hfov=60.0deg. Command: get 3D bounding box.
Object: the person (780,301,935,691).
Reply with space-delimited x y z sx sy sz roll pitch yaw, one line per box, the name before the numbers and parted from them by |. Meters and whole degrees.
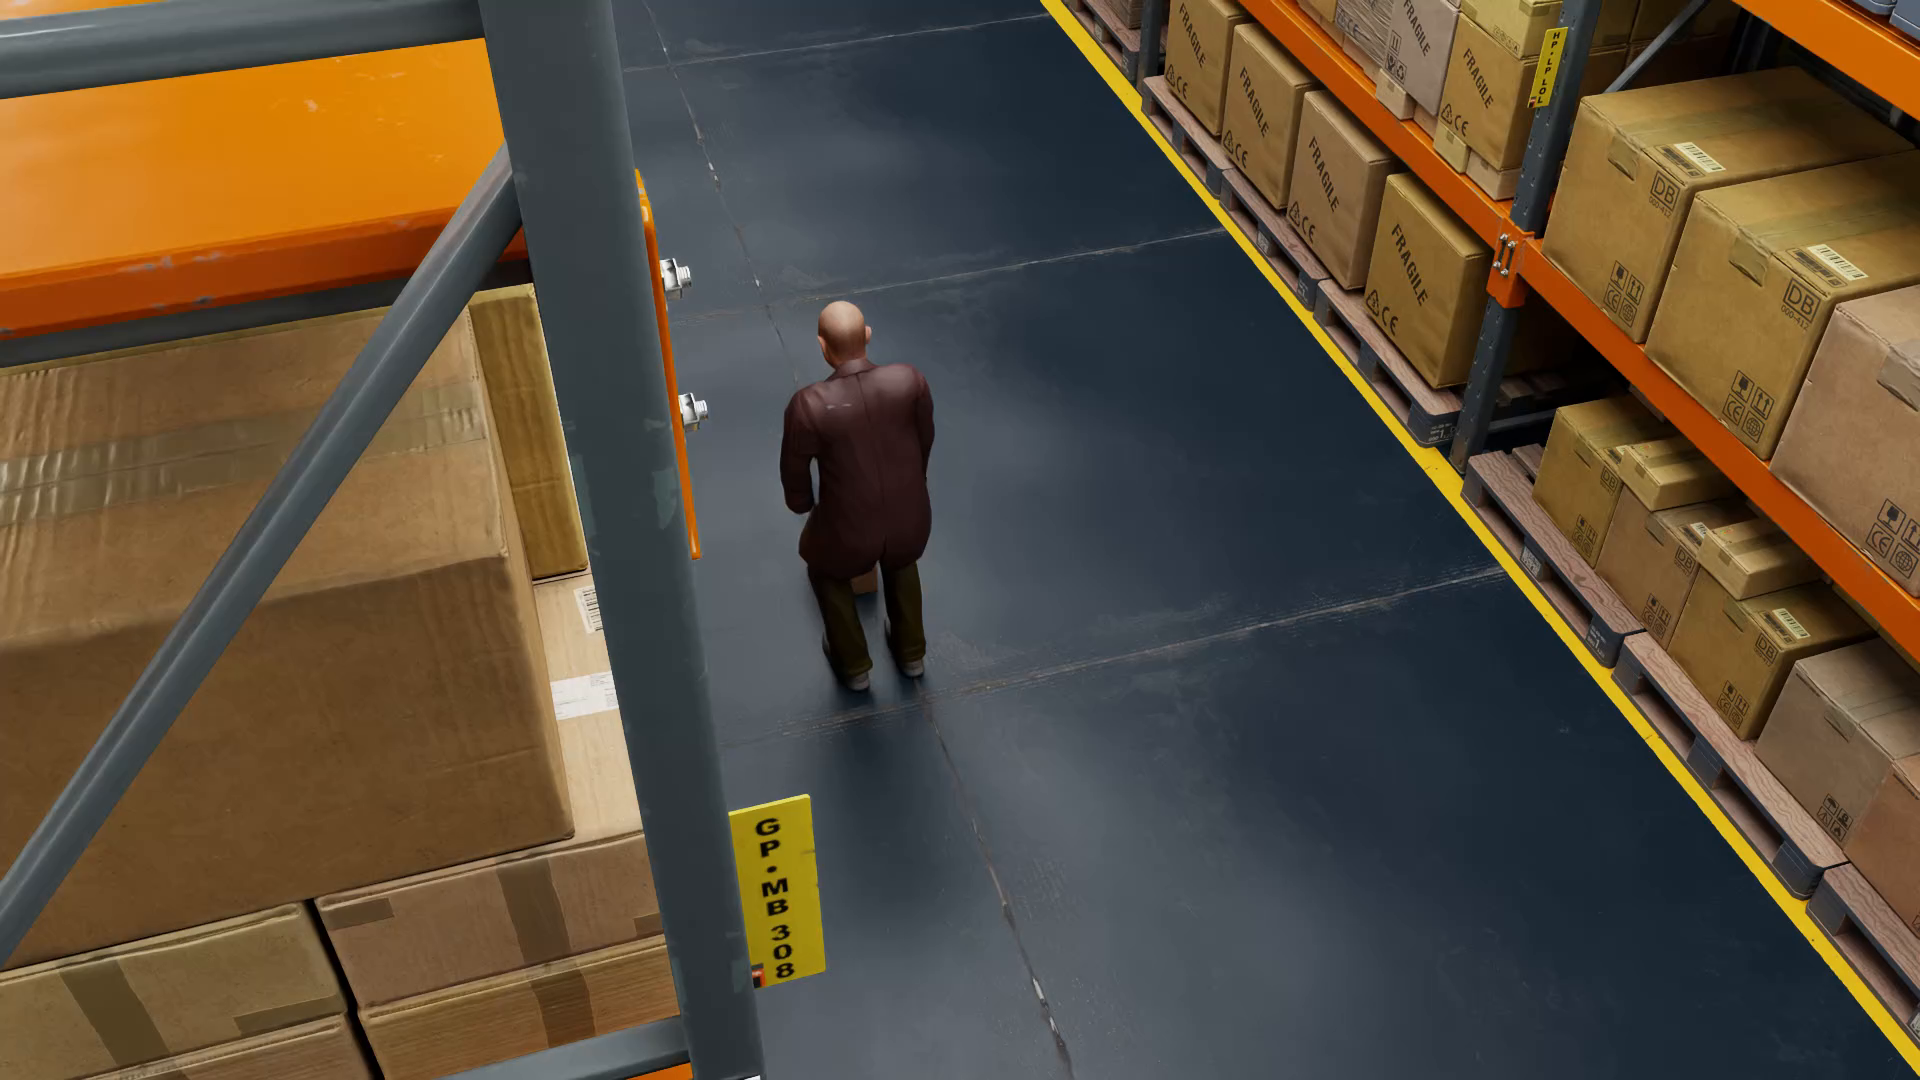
person | -0.382 -0.129 6.386 0.599 1.696 0.466 -13 43 -14
